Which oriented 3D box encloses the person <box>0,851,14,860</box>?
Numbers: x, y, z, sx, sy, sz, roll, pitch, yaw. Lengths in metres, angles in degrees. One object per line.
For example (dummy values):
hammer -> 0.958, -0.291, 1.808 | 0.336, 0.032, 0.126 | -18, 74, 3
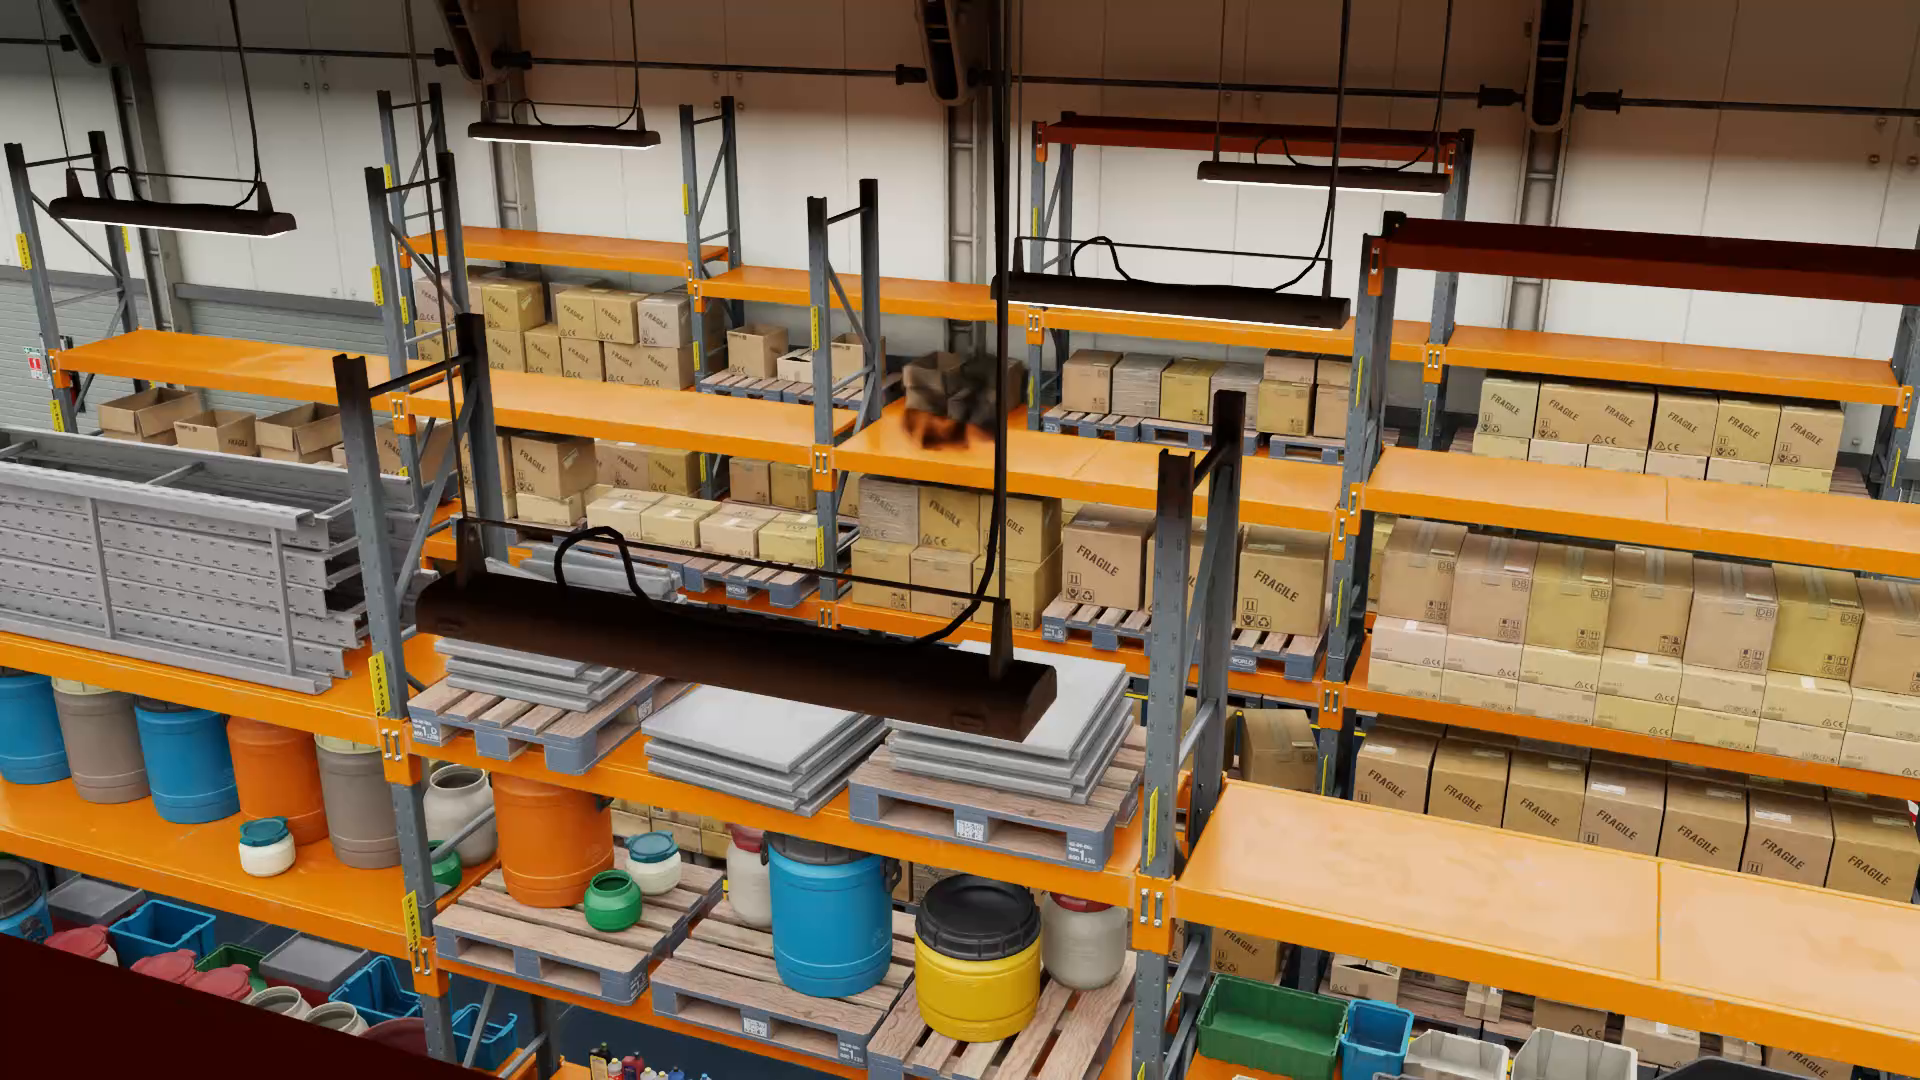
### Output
person -> -7.817, 2.442, 13.537 | 0.708, 1.742, 0.659 | 9, 22, 22
